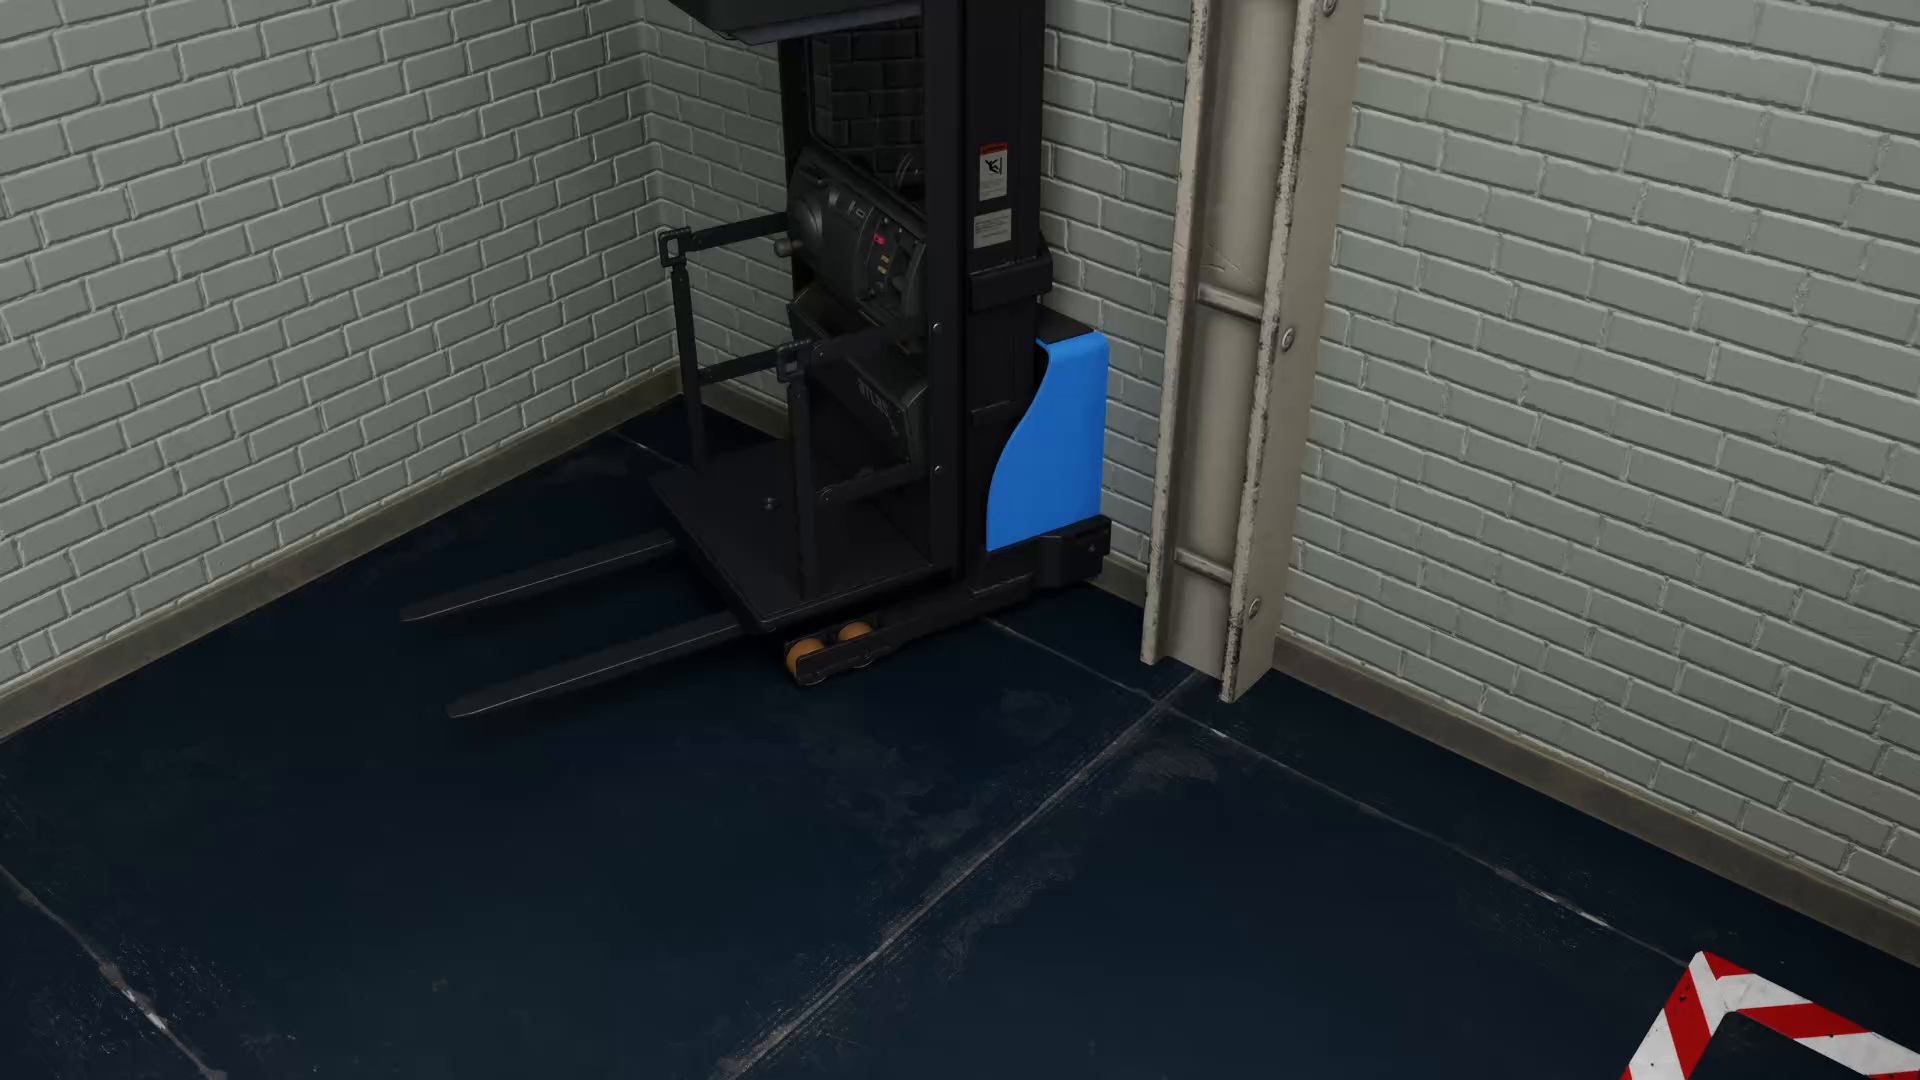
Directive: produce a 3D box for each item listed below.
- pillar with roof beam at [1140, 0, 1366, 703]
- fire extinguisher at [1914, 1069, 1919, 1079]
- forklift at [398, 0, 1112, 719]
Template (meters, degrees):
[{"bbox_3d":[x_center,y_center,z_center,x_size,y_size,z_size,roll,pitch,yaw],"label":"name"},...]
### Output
[{"bbox_3d":[-1.846,-1.393,0.829,0.400,9.000,9.100,25,42,32],"label":"pillar with roof beam"},{"bbox_3d":[1.995,0.909,3.174,0.183,0.674,0.296,25,42,32],"label":"fire extinguisher"},{"bbox_3d":[-0.545,-1.029,5.660,3.031,2.935,1.130,-18,38,-24],"label":"forklift"}]
